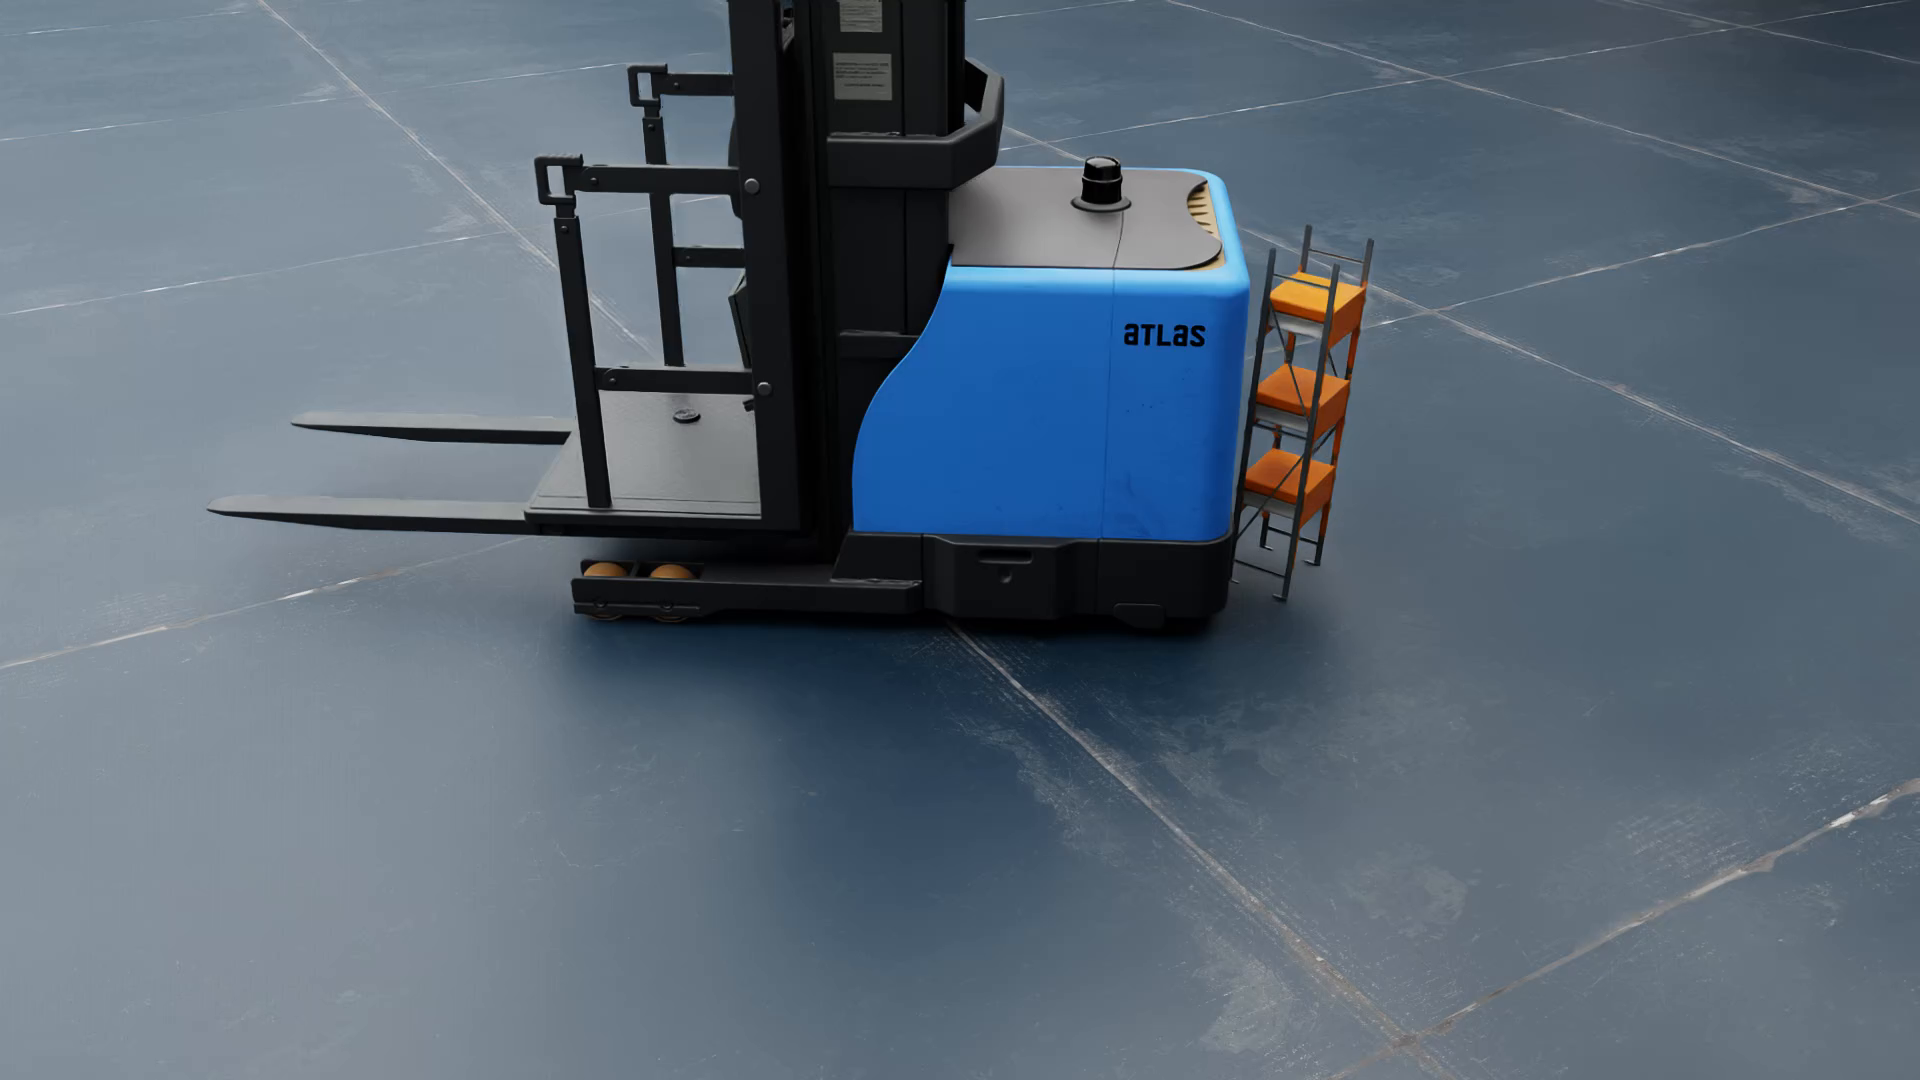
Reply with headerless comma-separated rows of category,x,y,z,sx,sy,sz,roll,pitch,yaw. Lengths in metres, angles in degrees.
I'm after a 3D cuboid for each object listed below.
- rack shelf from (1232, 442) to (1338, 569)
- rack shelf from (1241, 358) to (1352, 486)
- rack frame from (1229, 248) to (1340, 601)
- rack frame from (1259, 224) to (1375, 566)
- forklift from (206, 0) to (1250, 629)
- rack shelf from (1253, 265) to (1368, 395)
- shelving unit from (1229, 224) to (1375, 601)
rack shelf,0.961,-0.105,4.941,0.215,0.259,0.240,20,35,28
rack shelf,0.970,-0.345,4.801,0.215,0.259,0.240,20,35,28
rack frame,0.903,-0.305,4.707,0.200,1.050,0.008,20,35,28
rack frame,1.038,-0.403,4.885,0.200,1.050,0.008,20,35,28
forklift,-0.717,-1.295,4.563,3.031,2.935,1.130,2,29,3
rack shelf,0.980,-0.590,4.658,0.215,0.259,0.240,20,35,28
shelving unit,0.971,-0.354,4.796,0.215,1.050,0.252,20,35,28
